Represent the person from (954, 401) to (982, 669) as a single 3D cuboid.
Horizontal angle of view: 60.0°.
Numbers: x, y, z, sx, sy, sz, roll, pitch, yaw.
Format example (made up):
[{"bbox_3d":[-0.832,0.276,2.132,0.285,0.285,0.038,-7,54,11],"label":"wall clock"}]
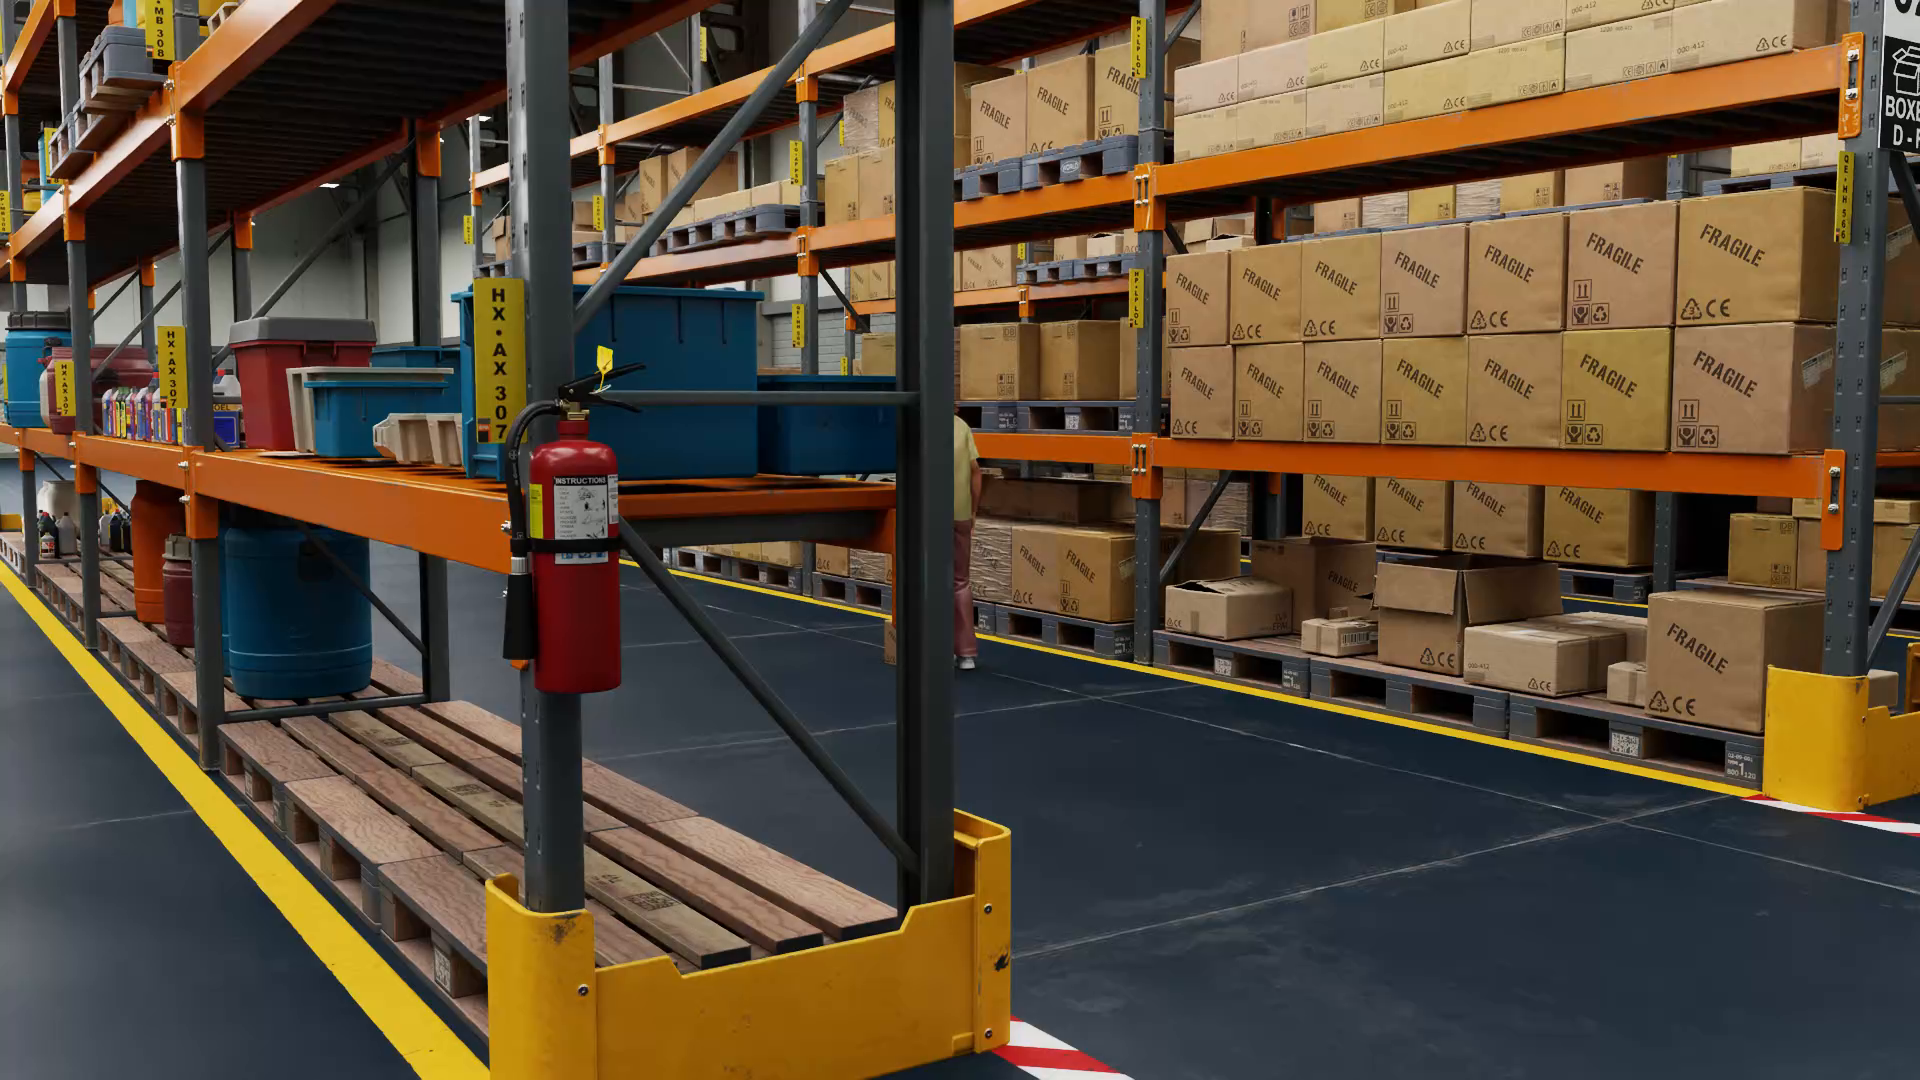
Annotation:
[{"bbox_3d":[-0.119,-0.104,9.288,0.499,1.673,0.357,-3,6,-32],"label":"person"}]
